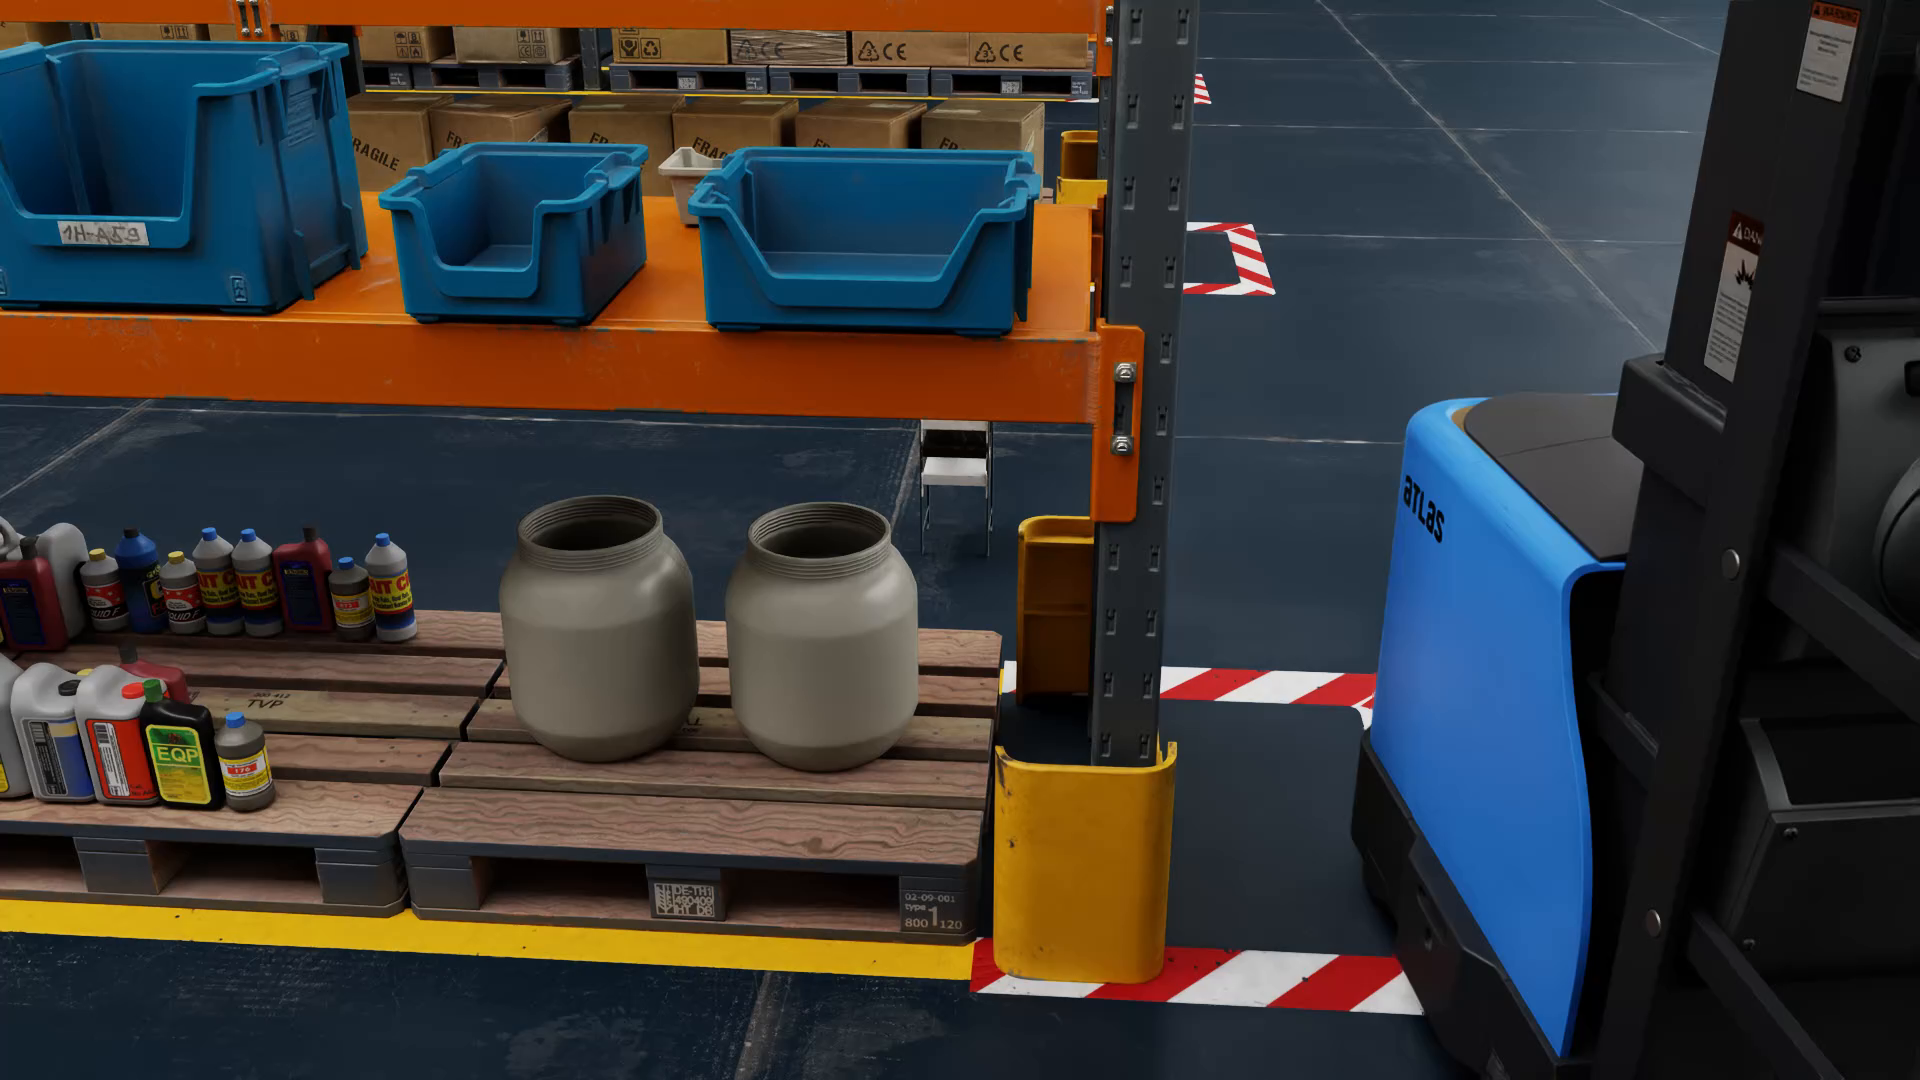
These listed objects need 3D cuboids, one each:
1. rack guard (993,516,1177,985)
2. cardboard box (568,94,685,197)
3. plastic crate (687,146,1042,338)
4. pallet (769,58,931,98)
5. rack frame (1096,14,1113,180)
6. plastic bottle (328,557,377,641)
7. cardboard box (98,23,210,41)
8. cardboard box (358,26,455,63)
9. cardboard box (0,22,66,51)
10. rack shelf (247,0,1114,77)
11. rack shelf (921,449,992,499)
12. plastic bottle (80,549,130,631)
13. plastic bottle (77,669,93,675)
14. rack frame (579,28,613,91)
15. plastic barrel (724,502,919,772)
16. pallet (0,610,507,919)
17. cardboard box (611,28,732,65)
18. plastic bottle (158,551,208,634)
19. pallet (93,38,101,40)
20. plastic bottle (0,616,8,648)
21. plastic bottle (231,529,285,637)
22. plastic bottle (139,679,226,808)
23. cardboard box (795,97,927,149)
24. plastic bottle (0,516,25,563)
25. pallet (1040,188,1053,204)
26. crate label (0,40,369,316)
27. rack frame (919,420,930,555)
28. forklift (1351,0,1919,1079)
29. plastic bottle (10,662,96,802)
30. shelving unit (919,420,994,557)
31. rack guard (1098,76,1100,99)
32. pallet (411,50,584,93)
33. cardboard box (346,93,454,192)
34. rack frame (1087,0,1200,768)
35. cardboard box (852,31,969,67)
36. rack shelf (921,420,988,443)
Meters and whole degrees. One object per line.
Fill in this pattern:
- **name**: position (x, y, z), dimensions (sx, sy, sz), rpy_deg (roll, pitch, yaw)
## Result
- **rack guard**: position (0.280, 0.414, 3.753), dimensions (0.348, 0.500, 1.175), rpy_deg (2, 25, 4)
- **cardboard box**: position (-1.657, -1.955, 8.398), dimensions (0.500, 0.500, 0.500), rpy_deg (0, 25, -1)
- **plastic crate**: position (-0.162, -0.563, 3.063), dimensions (0.616, 0.251, 0.499), rpy_deg (2, 25, 4)
- **pallet**: position (-0.797, -3.634, 12.895), dimensions (1.213, 0.211, 1.003), rpy_deg (2, 25, 4)
- **rack frame**: position (0.739, -2.803, 7.754), dimensions (0.127, 3.000, 1.000), rpy_deg (2, 25, 4)
- **plastic bottle**: position (-1.528, 0.141, 4.176), dimensions (0.097, 0.201, 0.097), rpy_deg (0, 25, 0)
- **cardboard box**: position (-6.157, -4.235, 13.055), dimensions (0.750, 0.750, 1.050), rpy_deg (2, 25, 3)
- **cardboard box**: position (-4.356, -4.179, 12.933), dimensions (0.750, 0.750, 1.050), rpy_deg (2, 25, 4)
- **cardboard box**: position (-7.434, -4.091, 13.040), dimensions (0.500, 0.500, 0.500), rpy_deg (2, 25, 4)
- **rack shelf**: position (-1.255, -2.541, 8.044), dimensions (4.000, 0.370, 1.077), rpy_deg (2, 25, 4)
- **rack shelf**: position (-0.008, -0.215, 5.152), dimensions (0.200, 0.077, 0.258), rpy_deg (2, 25, 4)
- **plastic bottle**: position (-2.170, 0.120, 4.221), dimensions (0.097, 0.201, 0.097), rpy_deg (0, 25, 0)
- **plastic bottle**: position (-1.902, 0.380, 3.658), dimensions (0.097, 0.201, 0.097), rpy_deg (0, 25, 0)
- **rack frame**: position (-2.769, -4.995, 12.518), dimensions (0.127, 3.000, 1.000), rpy_deg (2, 25, 4)
- **plastic barrel**: position (-0.303, 0.211, 3.677), dimensions (0.421, 0.512, 0.421), rpy_deg (0, 25, 0)
- **pallet**: position (-1.743, 0.476, 3.962), dimensions (1.213, 0.211, 1.003), rpy_deg (2, 25, 4)
- **cardboard box**: position (-2.147, -4.172, 12.767), dimensions (0.875, 0.875, 0.875), rpy_deg (2, 25, 5)
- **plastic bottle**: position (-1.965, 0.127, 4.207), dimensions (0.097, 0.201, 0.097), rpy_deg (0, 25, 0)
- **pallet**: position (-7.536, -3.882, 13.435), dimensions (1.213, 0.211, 1.003), rpy_deg (2, 25, 4)
- **plastic bottle**: position (-2.433, 0.127, 4.108), dimensions (0.133, 0.283, 0.061), rpy_deg (2, 25, 4)
- **plastic bottle**: position (-1.766, 0.102, 4.178), dimensions (0.097, 0.271, 0.097), rpy_deg (0, 25, 0)
- **plastic bottle**: position (-1.623, 0.423, 3.466), dimensions (0.133, 0.283, 0.061), rpy_deg (2, 25, 5)
- **cardboard box**: position (-0.481, -1.890, 8.258), dimensions (0.500, 0.500, 0.500), rpy_deg (8, 26, 18)
- **plastic bottle**: position (-2.451, 0.053, 4.188), dimensions (0.185, 0.351, 0.144), rpy_deg (2, 25, 4)
- **pallet**: position (-0.144, -1.580, 8.431), dimensions (1.213, 0.211, 1.003), rpy_deg (2, 25, 4)
- **crate label**: position (-1.496, -0.701, 3.144), dimensions (0.616, 0.435, 0.502), rpy_deg (2, 25, 4)
- **rack frame**: position (-0.109, -0.412, 5.070), dimensions (0.006, 0.900, 0.240), rpy_deg (2, 25, 4)
- **forklift**: position (1.520, -0.043, 1.838), dimensions (1.130, 2.935, 3.031), rpy_deg (-2, 25, -5)
- **plastic bottle**: position (-1.893, 0.398, 3.528), dimensions (0.135, 0.276, 0.152), rpy_deg (1, 25, 3)
- **shelving unit**: position (-0.008, -0.409, 5.062), dimensions (0.210, 0.900, 0.258), rpy_deg (2, 25, 4)
- **rack guard**: position (1.243, -3.731, 12.761), dimensions (0.348, 0.500, 1.175), rpy_deg (2, 25, 4)
- **pallet**: position (-3.544, -3.722, 13.086), dimensions (1.213, 0.211, 1.003), rpy_deg (2, 25, 4)
- **cardboard box**: position (-2.854, -1.957, 8.403), dimensions (0.500, 0.500, 0.500), rpy_deg (1, 25, 2)
- **rack frame**: position (0.360, -0.739, 3.268), dimensions (0.127, 3.000, 1.000), rpy_deg (2, 25, 4)
- **cardboard box**: position (-0.339, -4.114, 12.643), dimensions (0.875, 0.875, 0.875), rpy_deg (1, 25, 3)
- **rack shelf**: position (-0.008, -0.379, 5.076), dimensions (0.200, 0.077, 0.258), rpy_deg (2, 25, 4)
